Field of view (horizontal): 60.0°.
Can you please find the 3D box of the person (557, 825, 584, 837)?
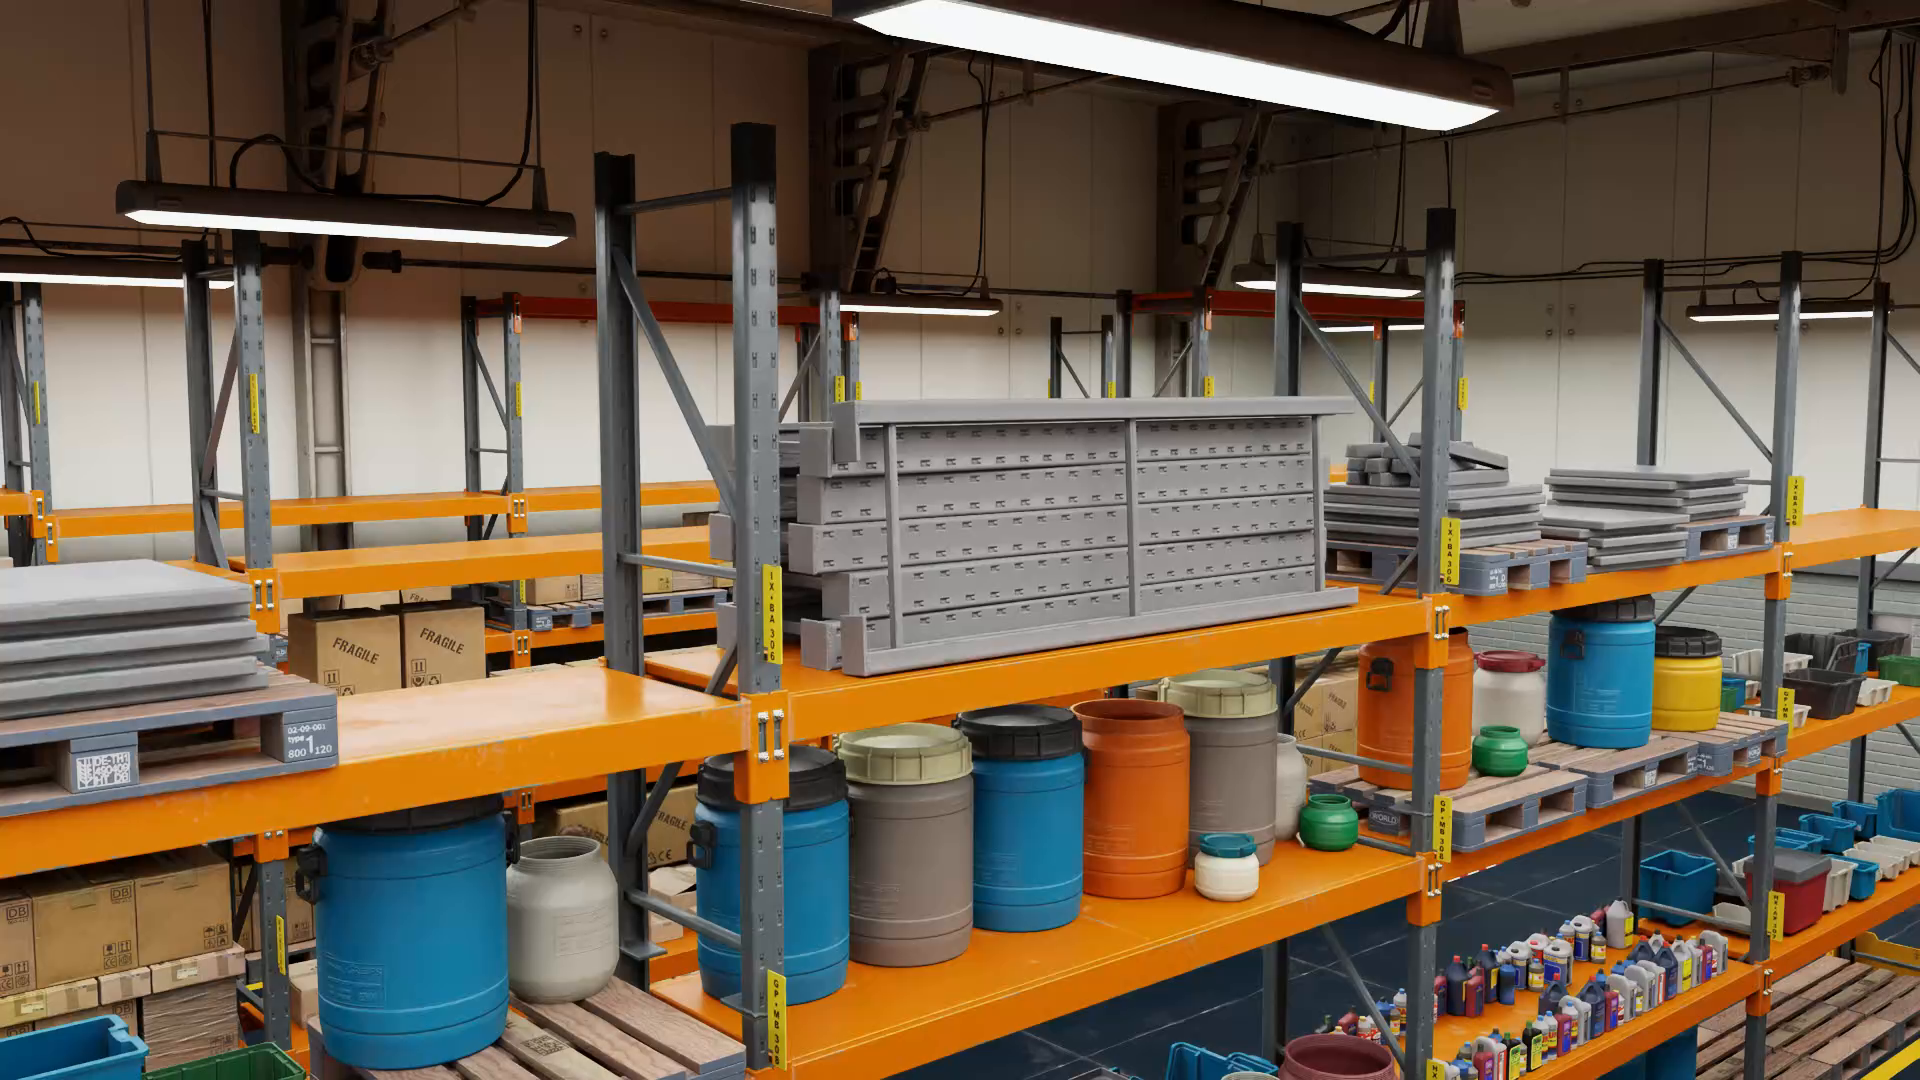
[{"bbox_3d":[-3.152,3.113,13.643,0.548,1.574,0.730,5,8,44],"label":"person"}]
